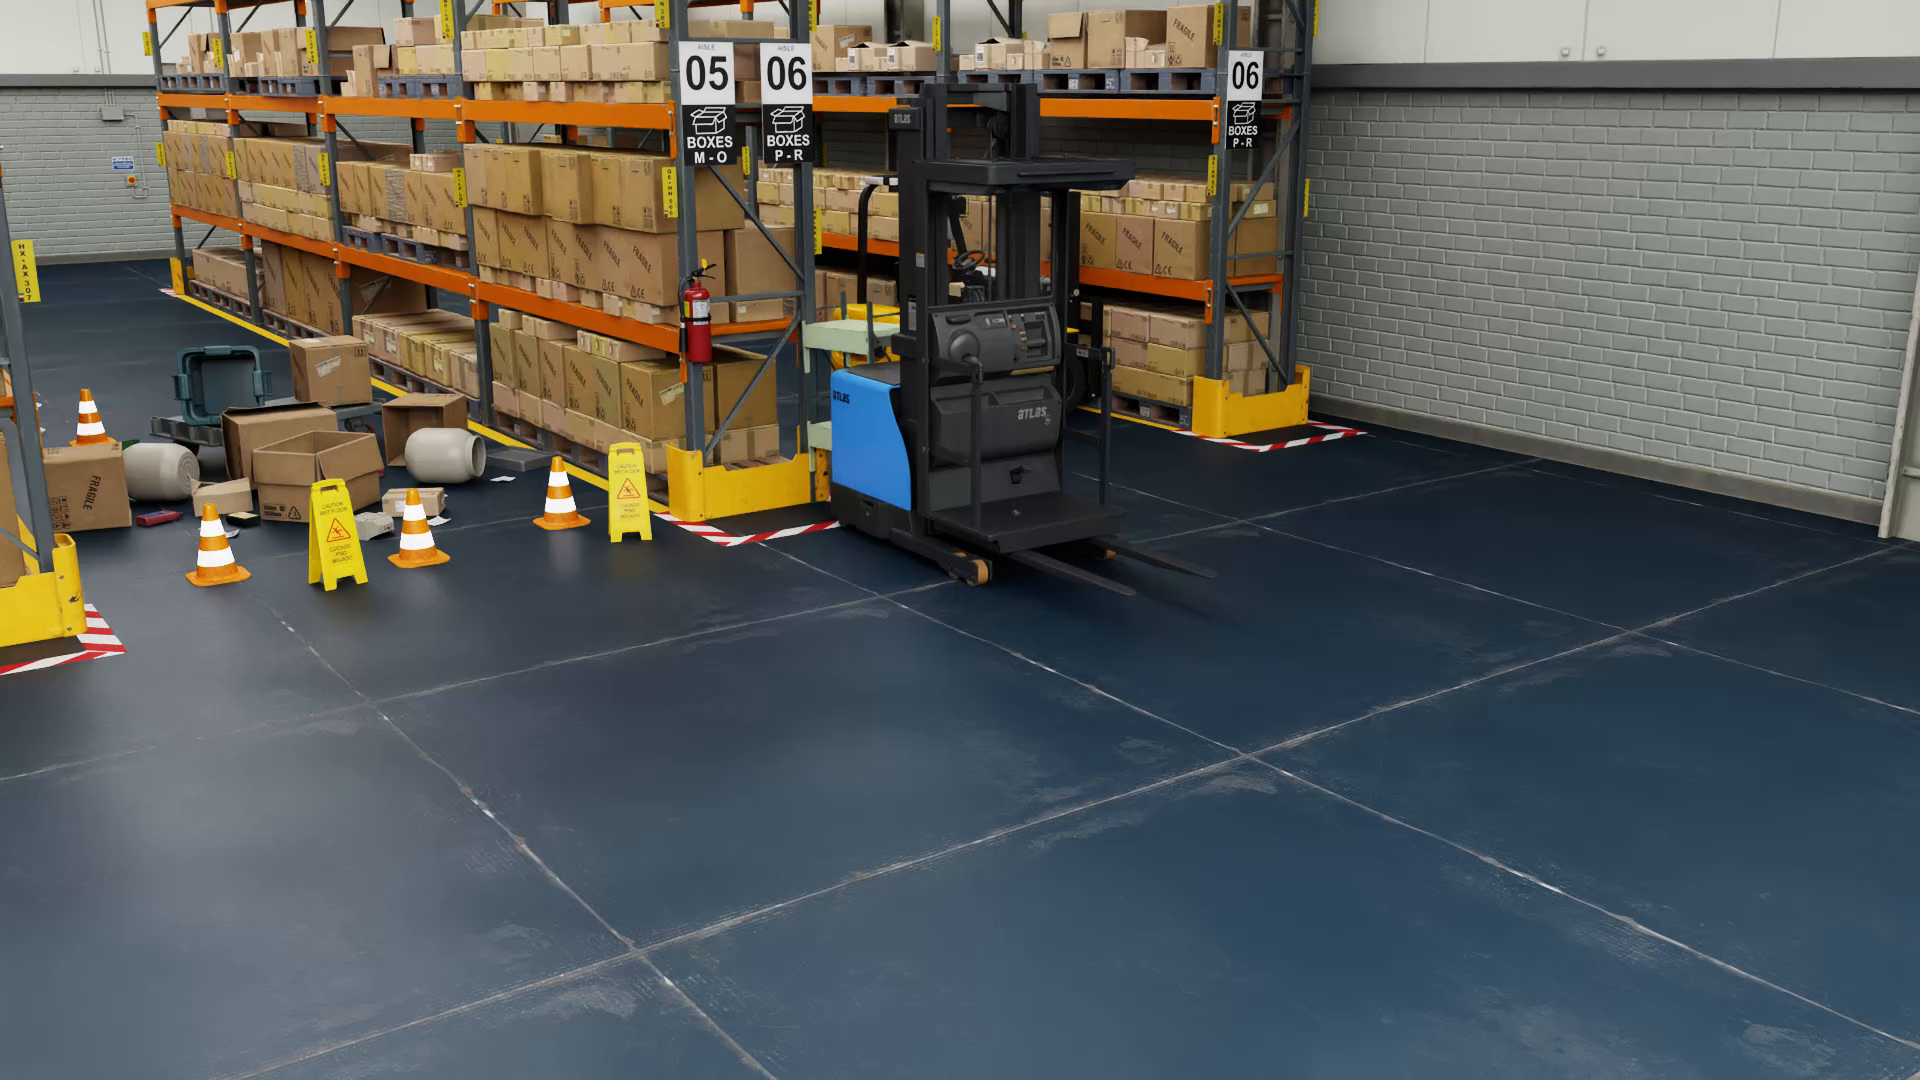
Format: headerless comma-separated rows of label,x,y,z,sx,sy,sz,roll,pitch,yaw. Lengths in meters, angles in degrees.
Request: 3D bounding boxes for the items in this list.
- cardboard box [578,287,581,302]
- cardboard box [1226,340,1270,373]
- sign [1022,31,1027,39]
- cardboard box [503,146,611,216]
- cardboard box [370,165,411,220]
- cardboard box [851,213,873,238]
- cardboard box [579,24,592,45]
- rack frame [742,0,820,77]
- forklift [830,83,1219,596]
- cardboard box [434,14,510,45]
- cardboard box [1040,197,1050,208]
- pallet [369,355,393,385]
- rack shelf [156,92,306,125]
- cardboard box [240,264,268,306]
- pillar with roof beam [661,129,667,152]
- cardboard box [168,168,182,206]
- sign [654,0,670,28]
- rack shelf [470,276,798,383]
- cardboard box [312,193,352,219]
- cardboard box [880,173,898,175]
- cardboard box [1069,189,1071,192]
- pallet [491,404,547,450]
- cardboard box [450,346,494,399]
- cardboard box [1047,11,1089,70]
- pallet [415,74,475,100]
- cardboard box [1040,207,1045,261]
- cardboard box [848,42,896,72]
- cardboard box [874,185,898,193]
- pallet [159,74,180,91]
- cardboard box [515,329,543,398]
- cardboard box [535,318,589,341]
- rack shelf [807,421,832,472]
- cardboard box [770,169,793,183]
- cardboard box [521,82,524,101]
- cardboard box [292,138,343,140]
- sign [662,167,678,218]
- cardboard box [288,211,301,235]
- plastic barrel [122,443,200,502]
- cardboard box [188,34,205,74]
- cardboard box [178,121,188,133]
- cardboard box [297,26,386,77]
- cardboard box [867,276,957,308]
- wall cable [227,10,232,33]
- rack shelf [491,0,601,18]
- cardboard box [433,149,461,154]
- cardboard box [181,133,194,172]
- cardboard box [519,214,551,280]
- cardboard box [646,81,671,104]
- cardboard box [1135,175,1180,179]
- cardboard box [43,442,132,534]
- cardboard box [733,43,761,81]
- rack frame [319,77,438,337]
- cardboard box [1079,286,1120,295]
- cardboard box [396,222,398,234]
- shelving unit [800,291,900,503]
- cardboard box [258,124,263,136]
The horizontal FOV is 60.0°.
cardboard box,-2.736,-1.930,12.920,0.380,0.149,0.250,-11,19,-35
cardboard box,2.445,-1.696,15.057,0.500,0.250,0.500,-10,18,-34
sign,0.649,-5.121,17.293,0.100,0.325,0.005,-11,19,-35
cardboard box,-3.172,-2.851,13.165,0.700,0.500,0.500,-11,19,-36
cardboard box,-5.456,-3.423,16.351,0.500,0.500,0.500,-10,18,-34
cardboard box,-0.874,-3.512,18.510,0.500,0.250,0.500,-11,19,-34
cardboard box,-2.561,-3.699,12.194,0.380,0.149,0.250,-12,19,-36
rack frame,-2.151,-7.048,19.780,1.000,3.000,0.127,-11,19,-35
forklift,0.353,-1.276,10.187,1.130,2.935,3.031,-10,18,-33
cardboard box,-4.255,-4.451,14.516,0.500,0.250,0.500,-10,18,-33
cardboard box,0.905,-3.274,15.940,0.380,0.149,0.250,-12,19,-36
pallet,-5.705,-1.871,17.512,1.003,0.211,1.213,-11,19,-35
rack shelf,-9.691,-5.764,22.134,1.077,0.370,4.000,-11,19,-35
cardboard box,-8.798,-3.355,21.708,0.875,0.438,0.875,-11,19,-35
pillar with roof beam,-7.665,-7.522,21.514,9.100,9.000,0.400,-11,19,-35
cardboard box,-10.817,-4.992,23.445,0.500,0.500,0.500,-11,19,-35
sign,-1.920,-3.467,10.701,0.100,0.325,0.005,-11,19,-35
rack shelf,-2.636,-1.755,13.168,1.077,0.370,4.000,-11,19,-35
cardboard box,-6.654,-3.616,17.942,0.500,0.250,0.500,-11,19,-35
cardboard box,-0.691,-4.102,18.964,0.380,0.149,0.250,-11,19,-34
cardboard box,1.131,-3.377,15.752,0.380,0.149,0.250,-11,19,-34
pallet,-3.388,-1.046,14.498,1.003,0.211,1.213,-11,19,-35
cardboard box,-4.122,-1.576,15.333,0.950,0.372,0.625,-11,19,-34
cardboard box,1.261,-4.615,15.393,0.797,0.503,0.637,-10,18,-33
pallet,-4.088,-4.033,14.804,1.213,0.211,1.003,-11,19,-35
cardboard box,0.869,-2.996,16.152,0.500,0.500,0.500,-11,19,-35
cardboard box,-0.873,-5.235,18.024,0.500,0.311,0.500,-12,19,-36
cardboard box,-0.709,-3.848,18.035,0.380,0.149,0.250,-12,19,-36
pallet,-10.423,-6.338,23.038,1.003,0.211,1.213,-11,19,-35
cardboard box,-3.359,-1.486,13.817,0.500,0.500,0.500,-10,18,-32
cardboard box,-3.194,-1.709,13.403,0.380,0.149,0.250,-10,18,-31
rack shelf,-0.695,-0.653,11.831,0.431,0.370,0.720,-14,19,-41
cardboard box,-2.044,-4.345,19.850,0.380,0.149,0.250,-10,18,-33
cardboard box,-3.220,-3.531,13.089,0.380,0.149,0.250,-12,19,-36
cardboard box,-7.739,-4.602,20.124,0.500,0.500,0.500,-10,18,-33
sign,-1.920,-2.304,11.019,0.100,0.325,0.005,-11,19,-35
cardboard box,-7.267,-3.595,18.813,0.500,0.250,0.500,-11,19,-35
plastic barrel,-5.848,-0.492,12.072,0.512,0.421,0.421,1,15,4
cardboard box,-9.803,-6.383,21.860,0.500,0.500,0.500,-10,18,-34
cardboard box,-10.441,-5.644,22.704,0.380,0.149,0.250,-12,19,-36
cardboard box,-6.507,-5.139,17.498,0.797,0.503,0.637,-12,20,-38
cardboard box,-0.565,-2.634,18.720,0.875,0.625,0.625,-11,19,-35
wall cable,-11.554,-9.714,29.452,2.988,3.039,0.133,-11,19,-35
rack shelf,-5.679,-7.980,24.557,1.077,0.370,4.000,-11,19,-35
cardboard box,-4.973,-3.784,16.444,0.380,0.149,0.250,-12,19,-37
cardboard box,-10.197,-5.257,22.518,0.500,0.500,0.500,-11,19,-35
cardboard box,-3.180,-2.370,13.302,0.500,0.500,0.500,-11,19,-35
cardboard box,-1.896,-3.033,11.270,0.380,0.149,0.250,-11,19,-34
cardboard box,1.852,-3.350,15.650,0.380,0.149,0.250,-11,19,-36
cardboard box,-6.013,-0.362,11.448,0.500,0.500,0.500,-7,17,-25
cardboard box,-1.540,-3.341,11.641,0.500,0.250,0.500,-11,19,-36
rack frame,-6.164,-3.383,17.754,1.000,3.000,0.127,-11,19,-35
cardboard box,1.244,-2.368,16.563,0.500,0.250,0.500,-11,19,-34
cardboard box,-5.313,-3.079,16.325,0.380,0.149,0.250,-10,18,-32
shelving unit,-0.704,-0.969,11.751,0.431,1.500,0.755,-14,19,-41
cardboard box,-9.021,-5.170,20.971,0.380,0.149,0.250,-10,18,-33
